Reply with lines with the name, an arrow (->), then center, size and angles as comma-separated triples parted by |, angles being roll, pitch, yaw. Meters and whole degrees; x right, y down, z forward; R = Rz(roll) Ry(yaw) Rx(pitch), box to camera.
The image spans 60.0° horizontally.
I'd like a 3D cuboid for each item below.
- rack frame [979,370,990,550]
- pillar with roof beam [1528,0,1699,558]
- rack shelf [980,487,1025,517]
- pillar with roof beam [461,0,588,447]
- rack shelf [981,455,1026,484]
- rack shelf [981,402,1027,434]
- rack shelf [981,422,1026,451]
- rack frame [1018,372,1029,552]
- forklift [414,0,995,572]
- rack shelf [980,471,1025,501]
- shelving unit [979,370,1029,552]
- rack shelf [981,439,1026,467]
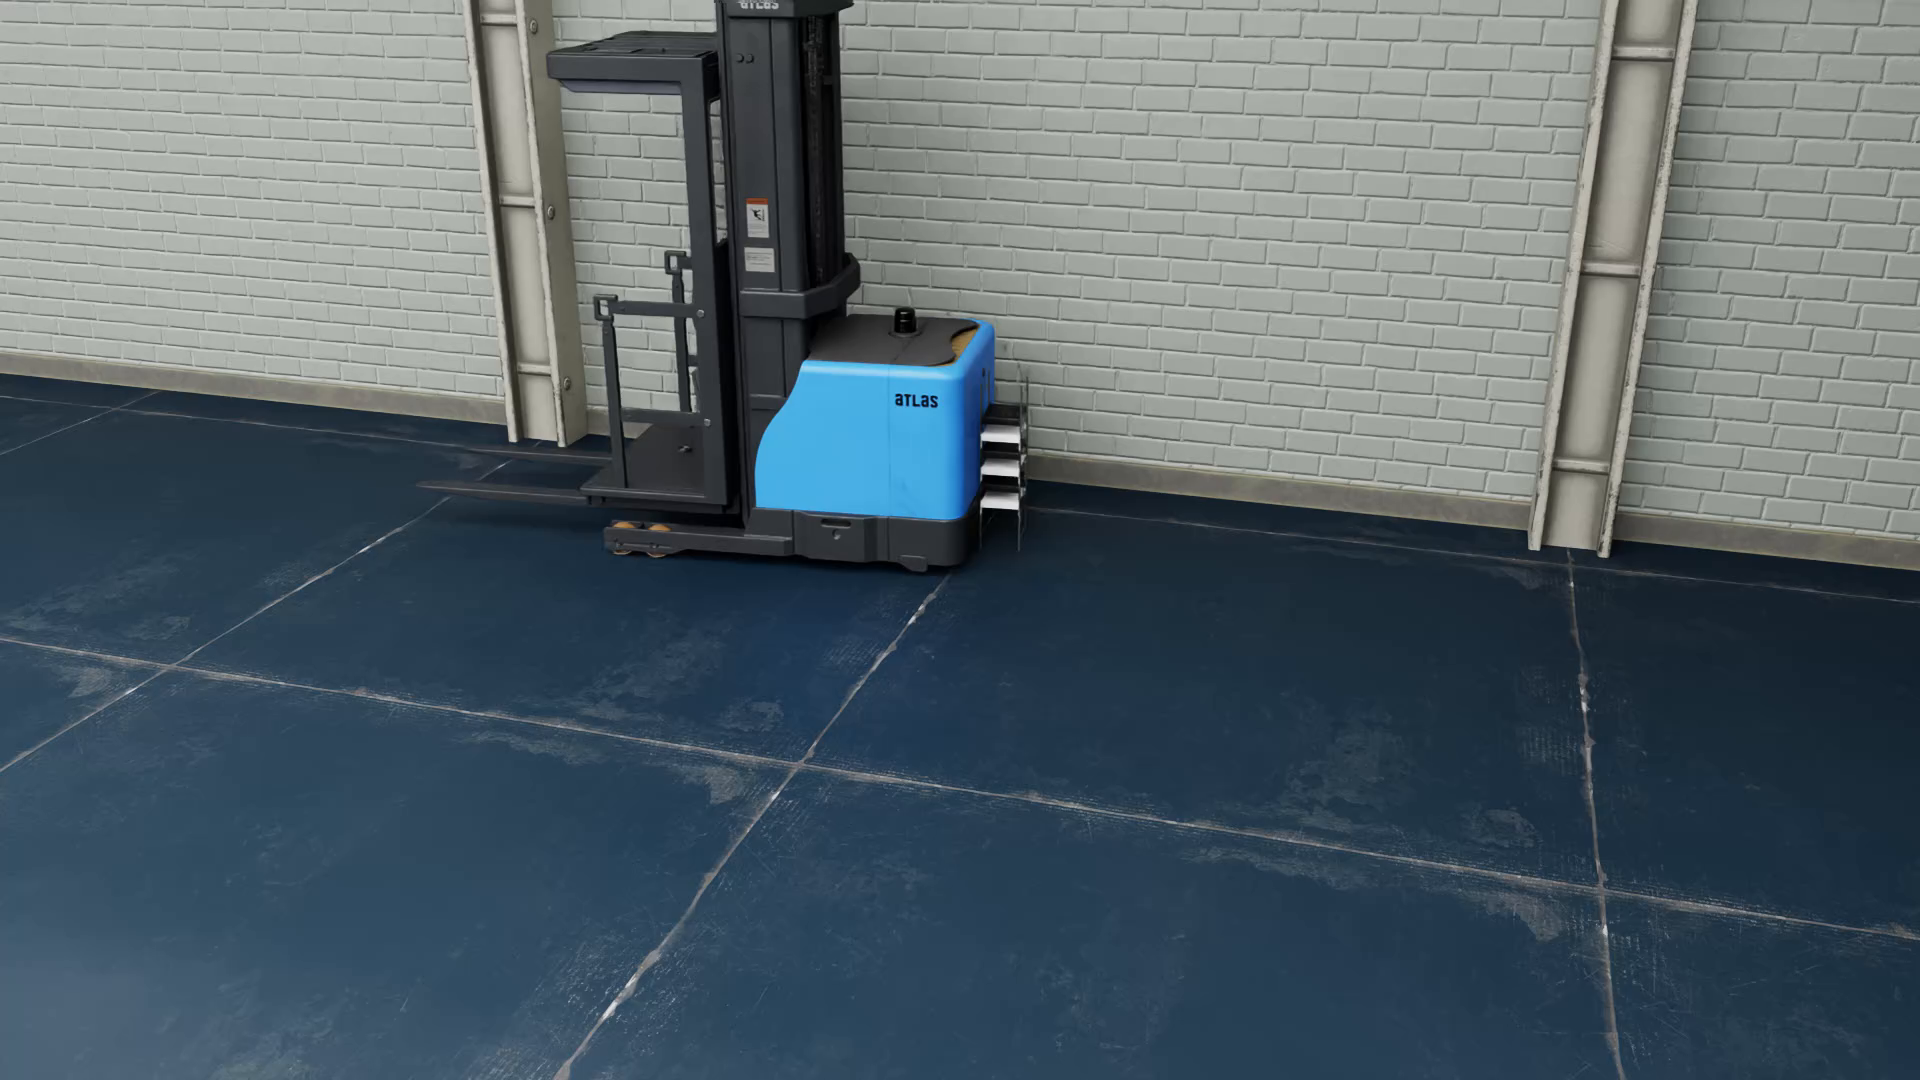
rack frame -> 0.127, -0.411, 8.587 | 0.006, 0.900, 0.240 | 4, 23, 10
pillar with roof beam -> 1.950, -2.585, 3.214 | 0.400, 9.000, 9.100 | 7, 23, 16
rack shelf -> 0.226, -0.207, 8.650 | 0.200, 0.077, 0.258 | 4, 23, 10
pillar with roof beam -> -3.795, -3.243, 4.818 | 0.400, 9.000, 9.100 | 7, 23, 16
rack shelf -> 0.226, -0.373, 8.582 | 0.200, 0.077, 0.258 | 4, 23, 10
rack shelf -> 0.226, -0.623, 8.479 | 0.200, 0.077, 0.258 | 4, 23, 10
rack shelf -> 0.226, -0.540, 8.513 | 0.200, 0.077, 0.258 | 4, 23, 10
rack frame -> 0.326, -0.397, 8.551 | 0.006, 0.900, 0.240 | 4, 23, 10
forklift -> -1.372, -1.456, 8.458 | 3.031, 2.935, 1.130 | 4, 23, 10
rack shelf -> 0.226, -0.290, 8.616 | 0.200, 0.077, 0.258 | 4, 23, 10
shelving unit -> 0.226, -0.404, 8.569 | 0.210, 0.900, 0.258 | 4, 23, 10
rack shelf -> 0.226, -0.456, 8.548 | 0.200, 0.077, 0.258 | 4, 23, 10
